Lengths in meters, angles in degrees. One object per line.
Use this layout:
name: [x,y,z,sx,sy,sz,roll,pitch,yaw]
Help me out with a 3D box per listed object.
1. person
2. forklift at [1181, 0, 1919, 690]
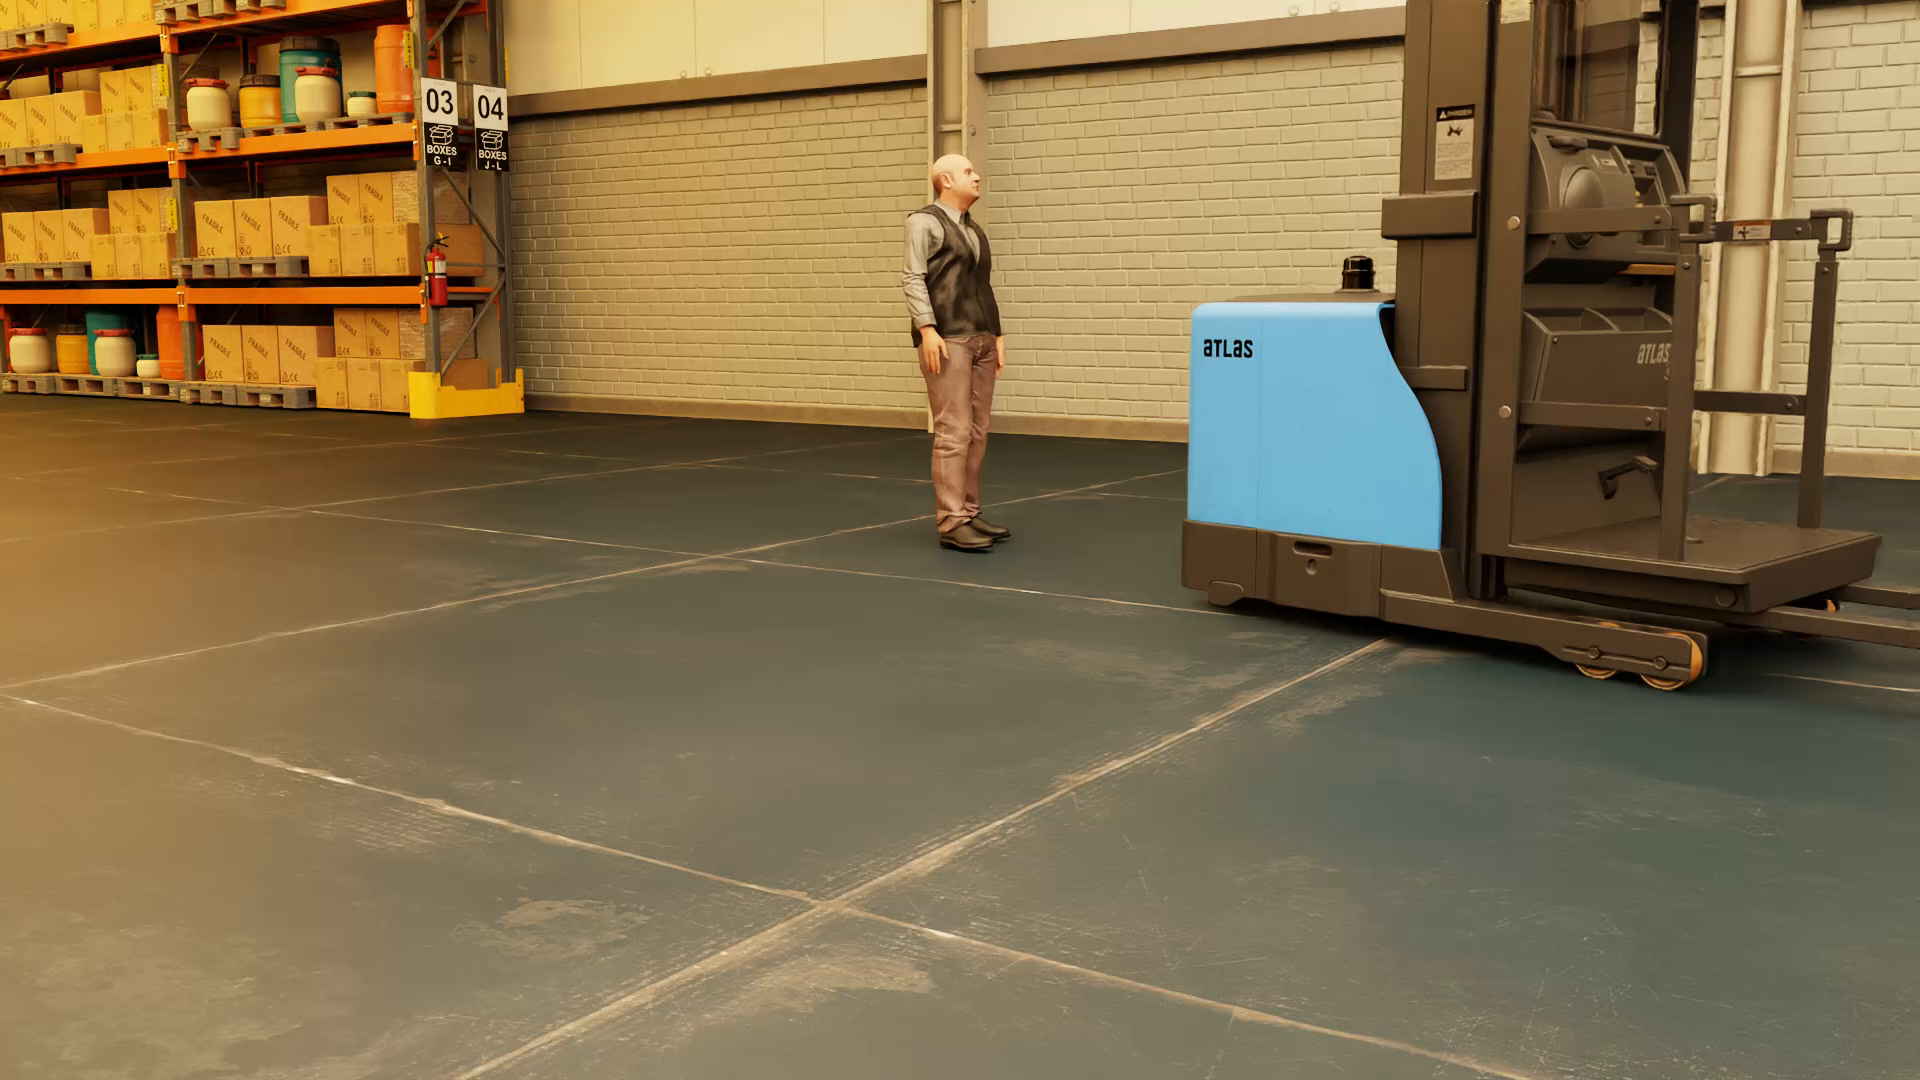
person: [0.048,-0.853,7.441,0.566,1.722,0.633,5,10,34]
forklift: [2.164,-1.112,5.010,1.130,2.935,3.031,-7,11,-42]
